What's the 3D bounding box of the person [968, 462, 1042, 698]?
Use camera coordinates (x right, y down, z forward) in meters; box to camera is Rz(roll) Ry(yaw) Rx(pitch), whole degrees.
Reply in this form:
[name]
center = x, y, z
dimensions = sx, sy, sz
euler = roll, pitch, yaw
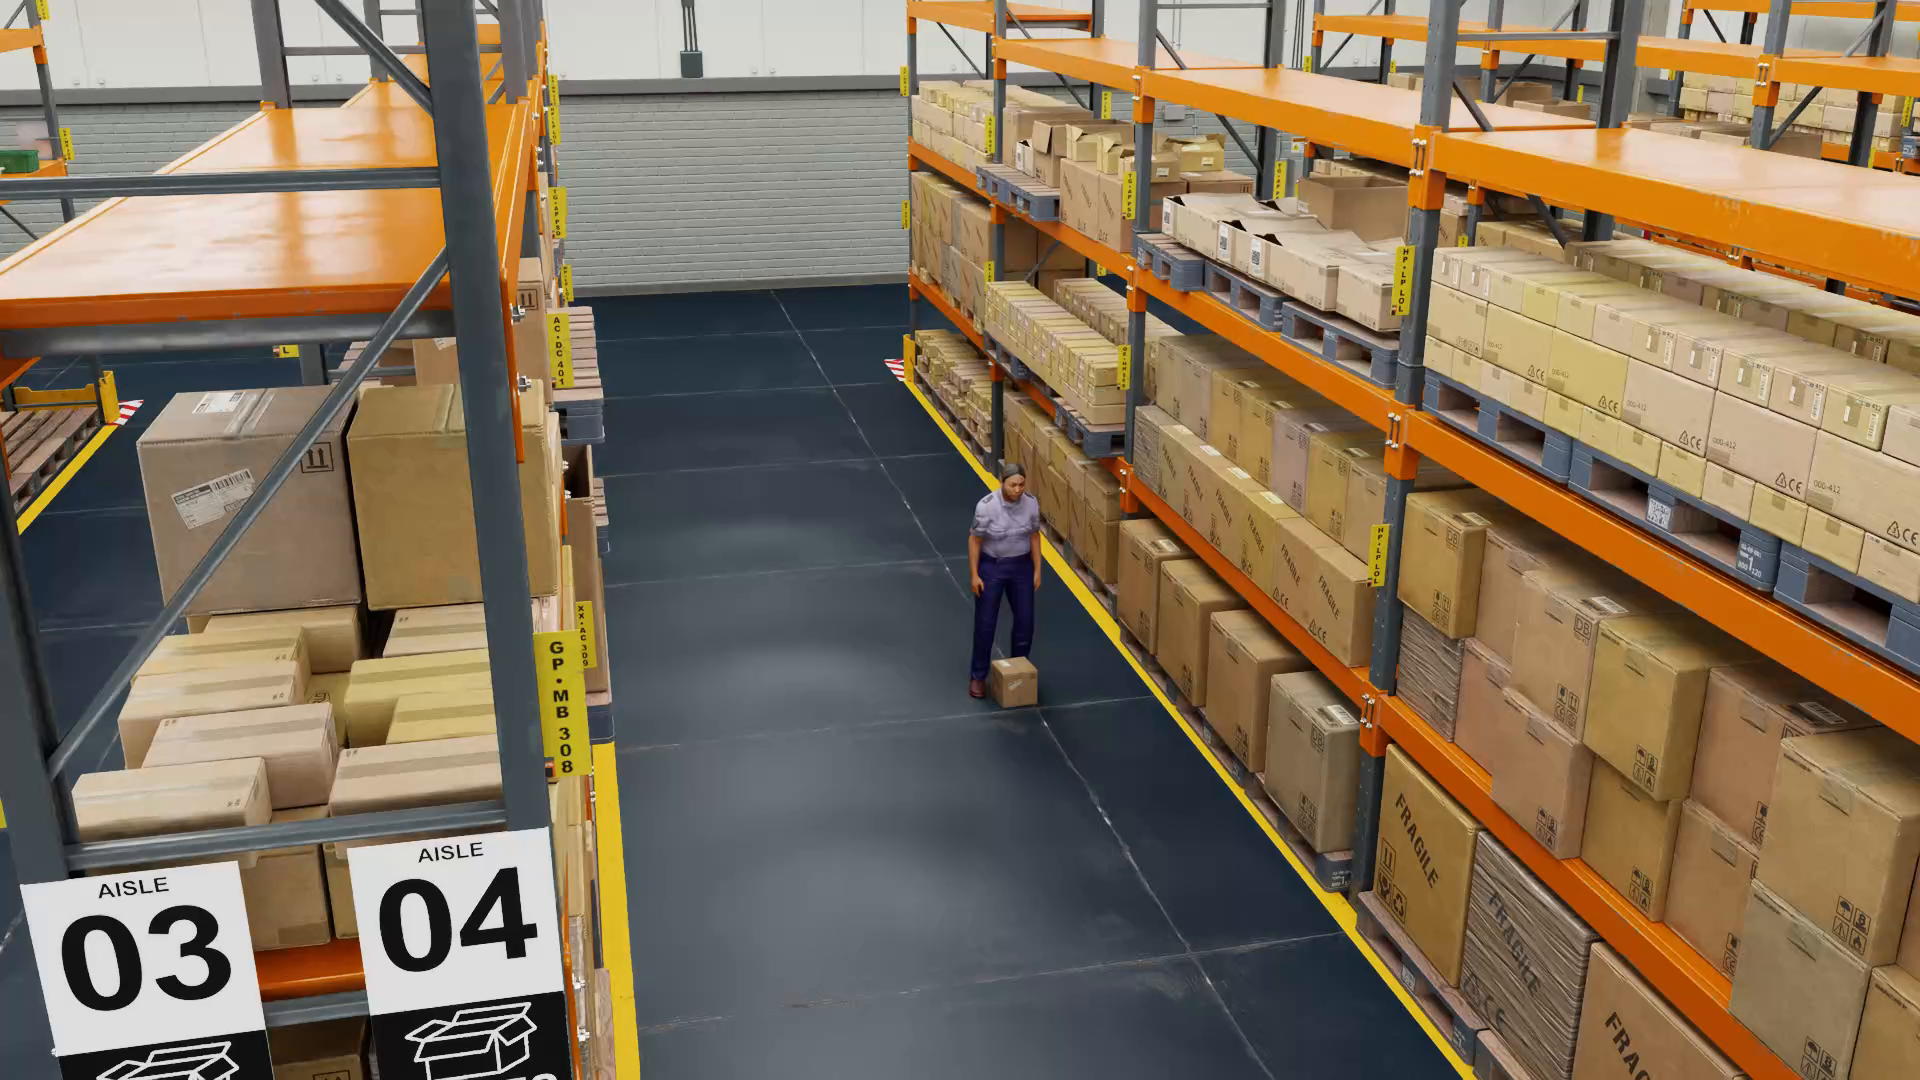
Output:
[person]
center = 0.303, 0.243, 11.407
dimensions = 0.554, 1.650, 0.372
euler = -6, 21, -16
